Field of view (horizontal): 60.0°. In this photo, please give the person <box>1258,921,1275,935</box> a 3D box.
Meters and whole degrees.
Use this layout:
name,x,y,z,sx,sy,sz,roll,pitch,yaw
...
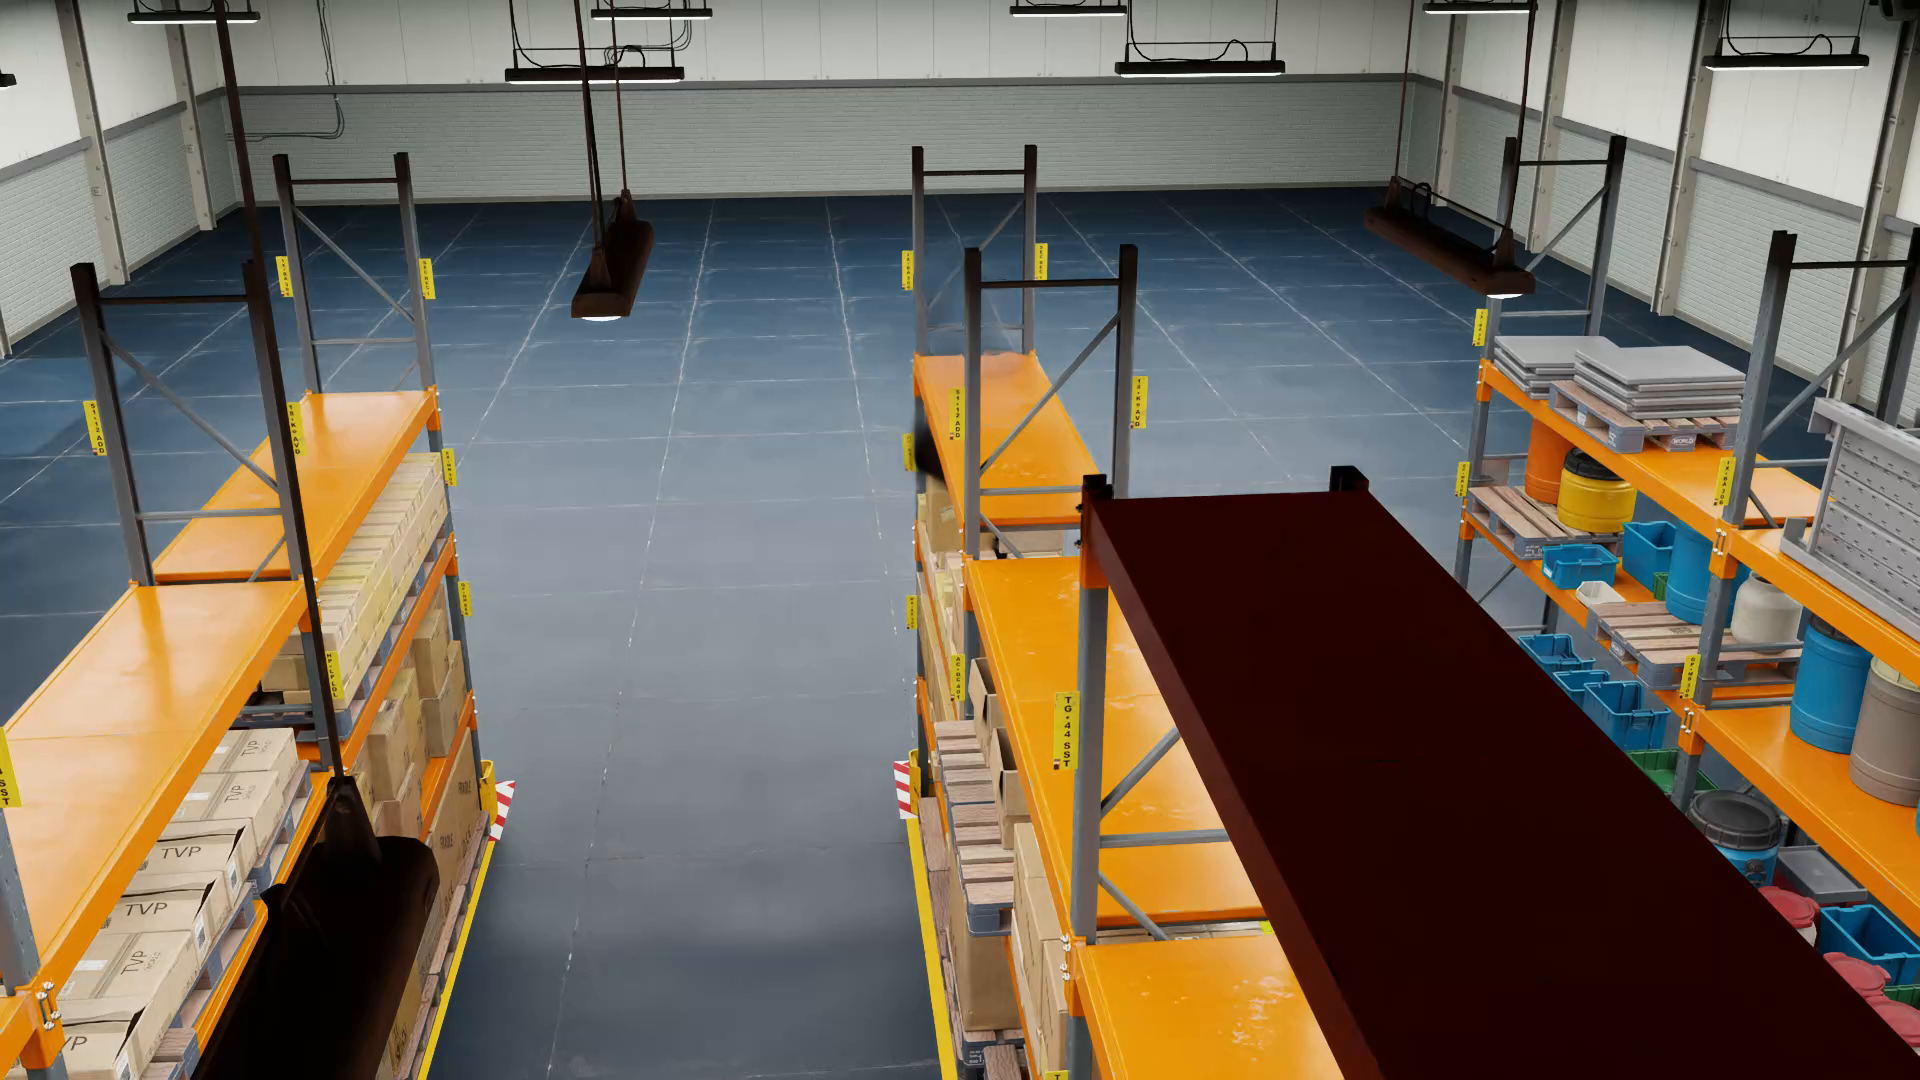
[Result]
name,x,y,z,sx,sy,sz,roll,pitch,yaw
person,2.010,3.050,11.595,0.714,1.733,0.791,-4,22,-9

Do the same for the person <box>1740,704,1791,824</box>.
name,x,y,z,sx,sy,sz,roll,pitch,yaw
person,7.360,1.764,14.876,0.601,1.745,0.752,-12,24,-27
